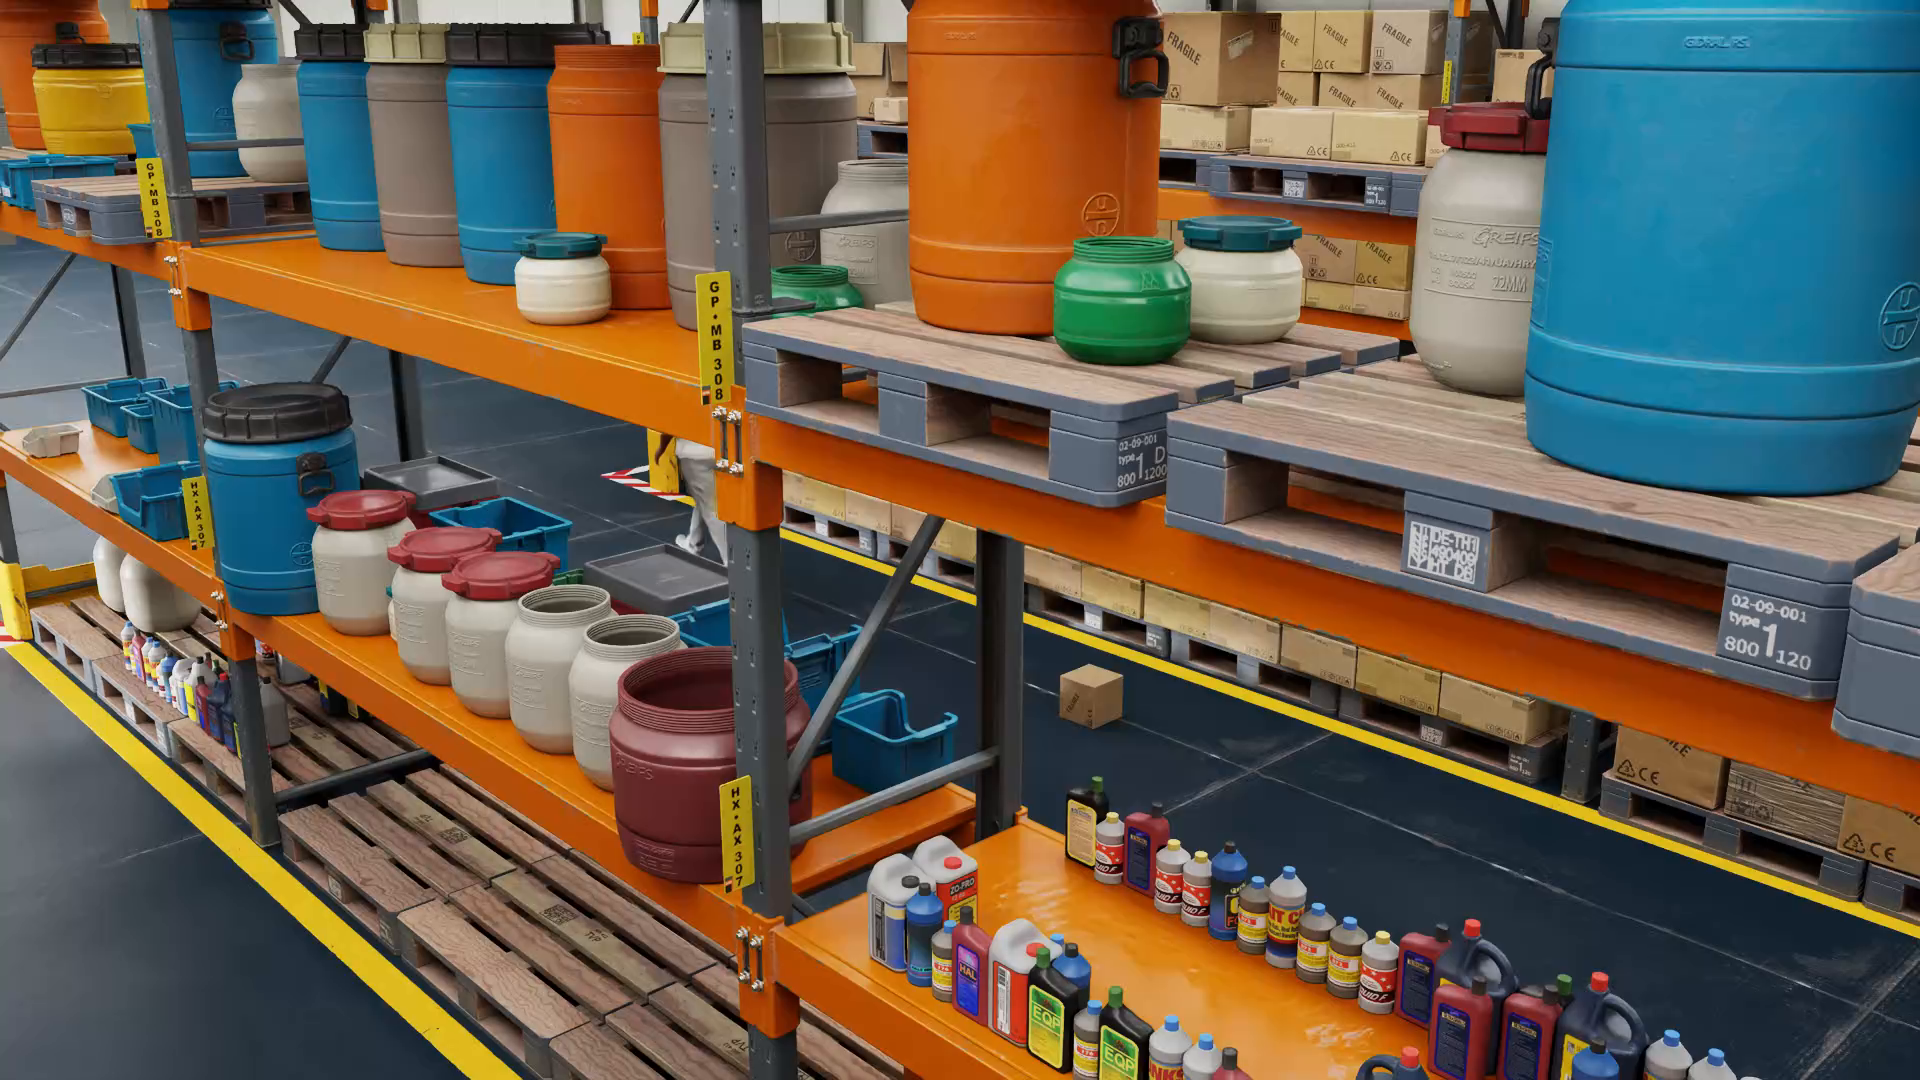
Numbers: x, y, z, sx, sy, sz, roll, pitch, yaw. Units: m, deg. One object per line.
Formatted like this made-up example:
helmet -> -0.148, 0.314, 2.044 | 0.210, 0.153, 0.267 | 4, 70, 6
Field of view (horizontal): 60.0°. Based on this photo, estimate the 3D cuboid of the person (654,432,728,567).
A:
person -> -1.795, -0.618, 11.516 | 0.561, 1.722, 1.057 | -16, 23, -41
